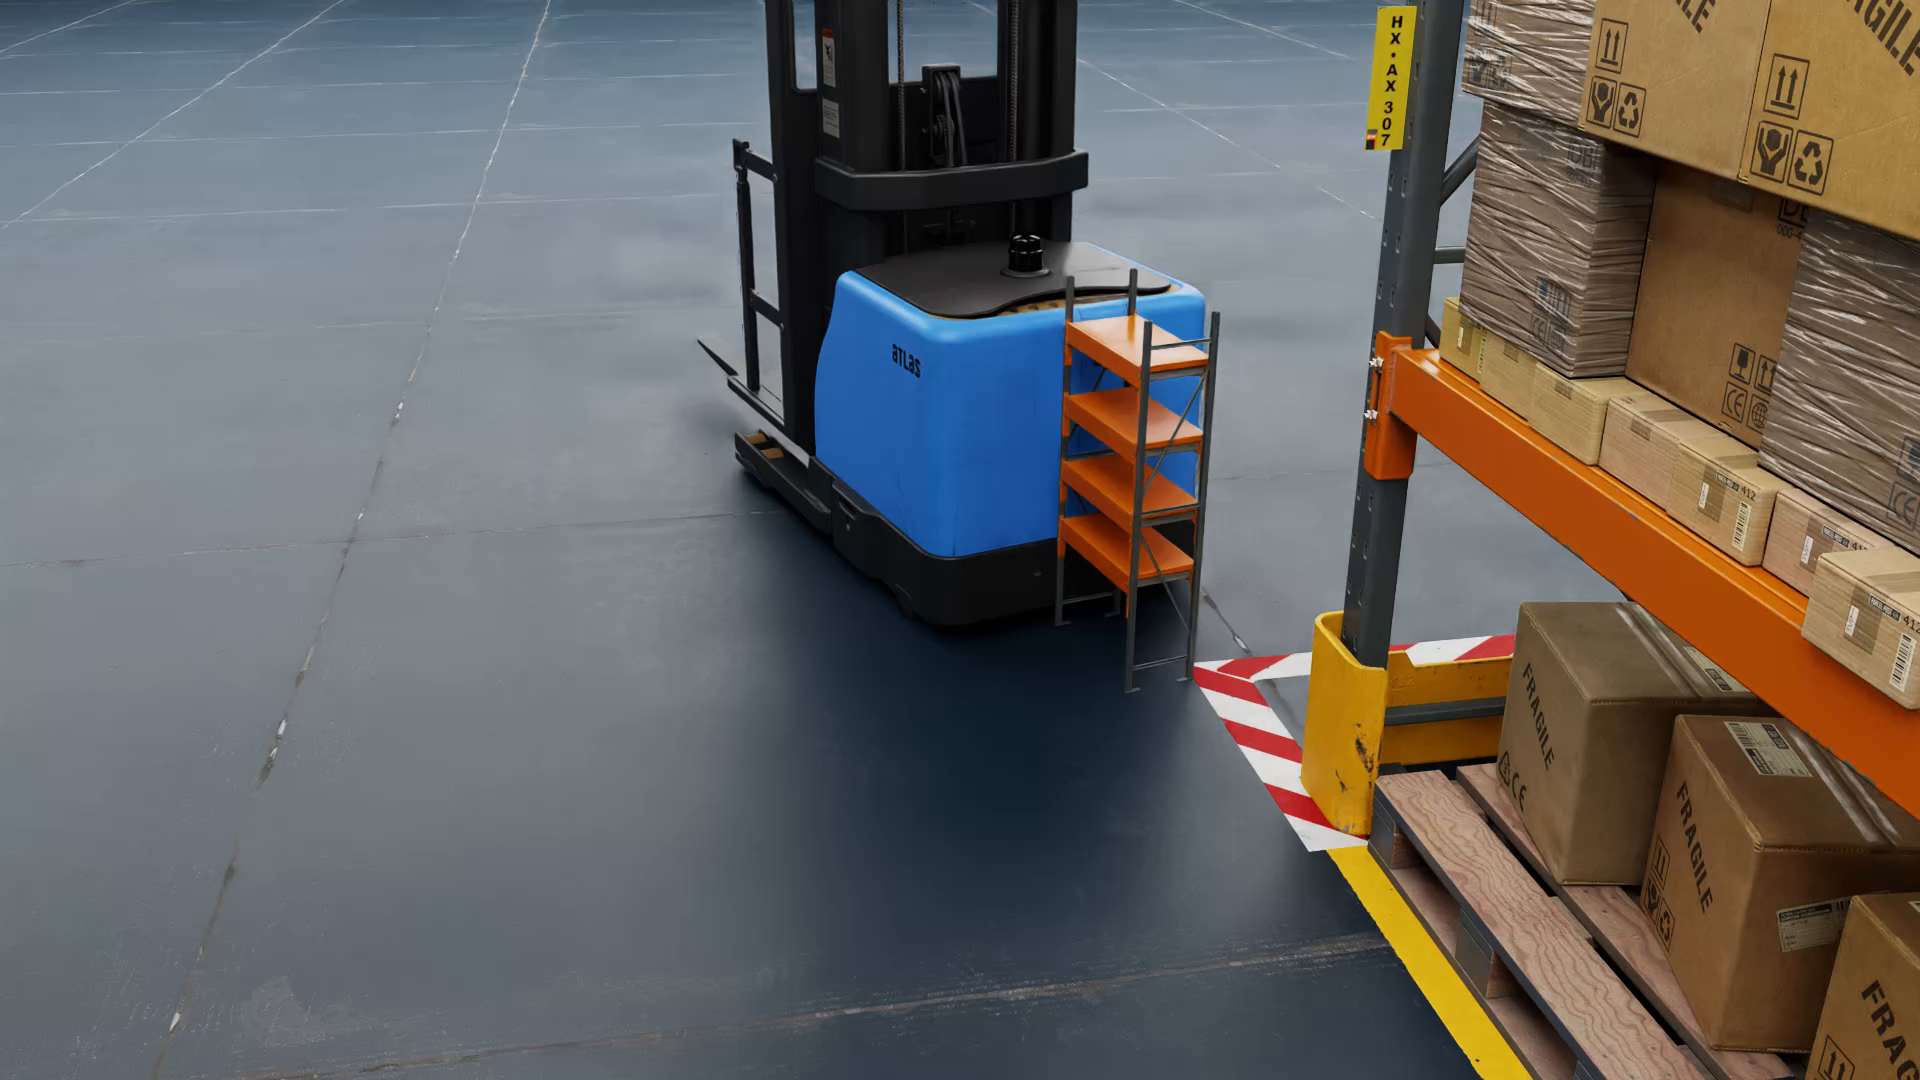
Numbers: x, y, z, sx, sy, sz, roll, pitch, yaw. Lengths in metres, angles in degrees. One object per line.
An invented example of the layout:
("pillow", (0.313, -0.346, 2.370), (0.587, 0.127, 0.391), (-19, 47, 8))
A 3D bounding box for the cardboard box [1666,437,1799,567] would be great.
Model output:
("cardboard box", (1.526, -0.081, 3.001), (0.380, 0.149, 0.250), (-4, 24, -10))

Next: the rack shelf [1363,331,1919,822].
("rack shelf", (1.912, 0.396, 2.495), (1.077, 0.370, 4.000), (-4, 24, -10))

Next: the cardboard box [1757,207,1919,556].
("cardboard box", (1.878, -0.297, 2.685), (0.875, 0.500, 0.500), (-4, 24, -10))

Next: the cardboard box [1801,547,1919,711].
("cardboard box", (1.543, 0.122, 2.538), (0.380, 0.149, 0.250), (-4, 24, -10))

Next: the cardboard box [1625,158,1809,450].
("cardboard box", (1.827, -0.496, 3.142), (0.875, 0.500, 0.500), (-4, 24, -10))

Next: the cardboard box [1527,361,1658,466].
("cardboard box", (1.420, -0.276, 3.449), (0.380, 0.149, 0.250), (-4, 24, -10))

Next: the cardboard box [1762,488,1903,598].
("cardboard box", (1.599, 0.016, 2.780), (0.380, 0.149, 0.250), (-4, 24, -10))

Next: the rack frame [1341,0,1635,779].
("rack frame", (1.542, -0.720, 4.152), (1.000, 3.000, 0.127), (-4, 24, -10))

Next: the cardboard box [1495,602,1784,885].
("cardboard box", (1.641, 0.479, 4.003), (0.500, 0.500, 0.500), (0, 24, 0))

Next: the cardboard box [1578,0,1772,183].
("cardboard box", (1.462, -0.927, 2.879), (0.500, 0.500, 0.500), (-4, 24, -10))

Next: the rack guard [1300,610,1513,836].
("rack guard", (1.556, 0.455, 4.584), (1.175, 0.500, 0.348), (-4, 24, -10))

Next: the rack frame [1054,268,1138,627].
("rack frame", (0.433, -0.277, 5.359), (0.240, 1.200, 0.015), (-10, 27, -21))

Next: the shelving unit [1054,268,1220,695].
("shelving unit", (0.529, -0.182, 5.155), (0.258, 1.200, 0.503), (-10, 27, -21))

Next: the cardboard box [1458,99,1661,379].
("cardboard box", (1.617, -0.684, 3.572), (0.875, 0.500, 0.500), (-4, 24, -10))

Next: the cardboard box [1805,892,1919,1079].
("cardboard box", (1.883, 0.960, 2.903), (0.500, 0.500, 0.500), (-2, 24, -5))

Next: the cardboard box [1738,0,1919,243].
("cardboard box", (1.556, -0.731, 2.429), (0.500, 0.500, 0.500), (-4, 24, -10))

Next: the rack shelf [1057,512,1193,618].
("rack shelf", (0.527, 0.059, 5.266), (0.258, 0.148, 0.480), (-10, 27, -21))

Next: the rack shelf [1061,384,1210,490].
("rack shelf", (0.530, -0.324, 5.090), (0.258, 0.148, 0.480), (-10, 27, -21))

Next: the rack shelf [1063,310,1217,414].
("rack shelf", (0.532, -0.539, 4.992), (0.258, 0.148, 0.480), (-10, 27, -21))

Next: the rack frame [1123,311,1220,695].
("rack frame", (0.625, -0.088, 4.952), (0.240, 1.200, 0.015), (-10, 27, -21))

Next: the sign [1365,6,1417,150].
("sign", (1.009, -1.077, 3.886), (0.100, 0.325, 0.005), (-4, 24, -10))

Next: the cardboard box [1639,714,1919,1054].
("cardboard box", (1.786, 0.712, 3.470), (0.500, 0.500, 0.500), (2, 24, 4))

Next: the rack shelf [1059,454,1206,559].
("rack shelf", (0.529, -0.121, 5.183), (0.258, 0.148, 0.480), (-10, 27, -21))

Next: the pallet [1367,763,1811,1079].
("pallet", (1.672, 0.909, 3.904), (1.003, 0.211, 1.213), (-4, 24, -10))

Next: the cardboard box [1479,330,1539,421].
("cardboard box", (1.388, -0.376, 3.677), (0.380, 0.149, 0.250), (-4, 24, -10))

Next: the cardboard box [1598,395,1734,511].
("cardboard box", (1.486, -0.180, 3.227), (0.380, 0.149, 0.250), (-4, 24, -10))

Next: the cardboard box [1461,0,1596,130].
("cardboard box", (1.376, -1.124, 3.331), (0.500, 0.500, 0.500), (-4, 24, -10))

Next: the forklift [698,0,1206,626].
("forklift", (-0.276, -1.618, 6.294), (1.130, 2.935, 3.031), (-11, 26, -24))

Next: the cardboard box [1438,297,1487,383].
("cardboard box", (1.361, -0.476, 3.905), (0.380, 0.149, 0.250), (-4, 24, -10))
